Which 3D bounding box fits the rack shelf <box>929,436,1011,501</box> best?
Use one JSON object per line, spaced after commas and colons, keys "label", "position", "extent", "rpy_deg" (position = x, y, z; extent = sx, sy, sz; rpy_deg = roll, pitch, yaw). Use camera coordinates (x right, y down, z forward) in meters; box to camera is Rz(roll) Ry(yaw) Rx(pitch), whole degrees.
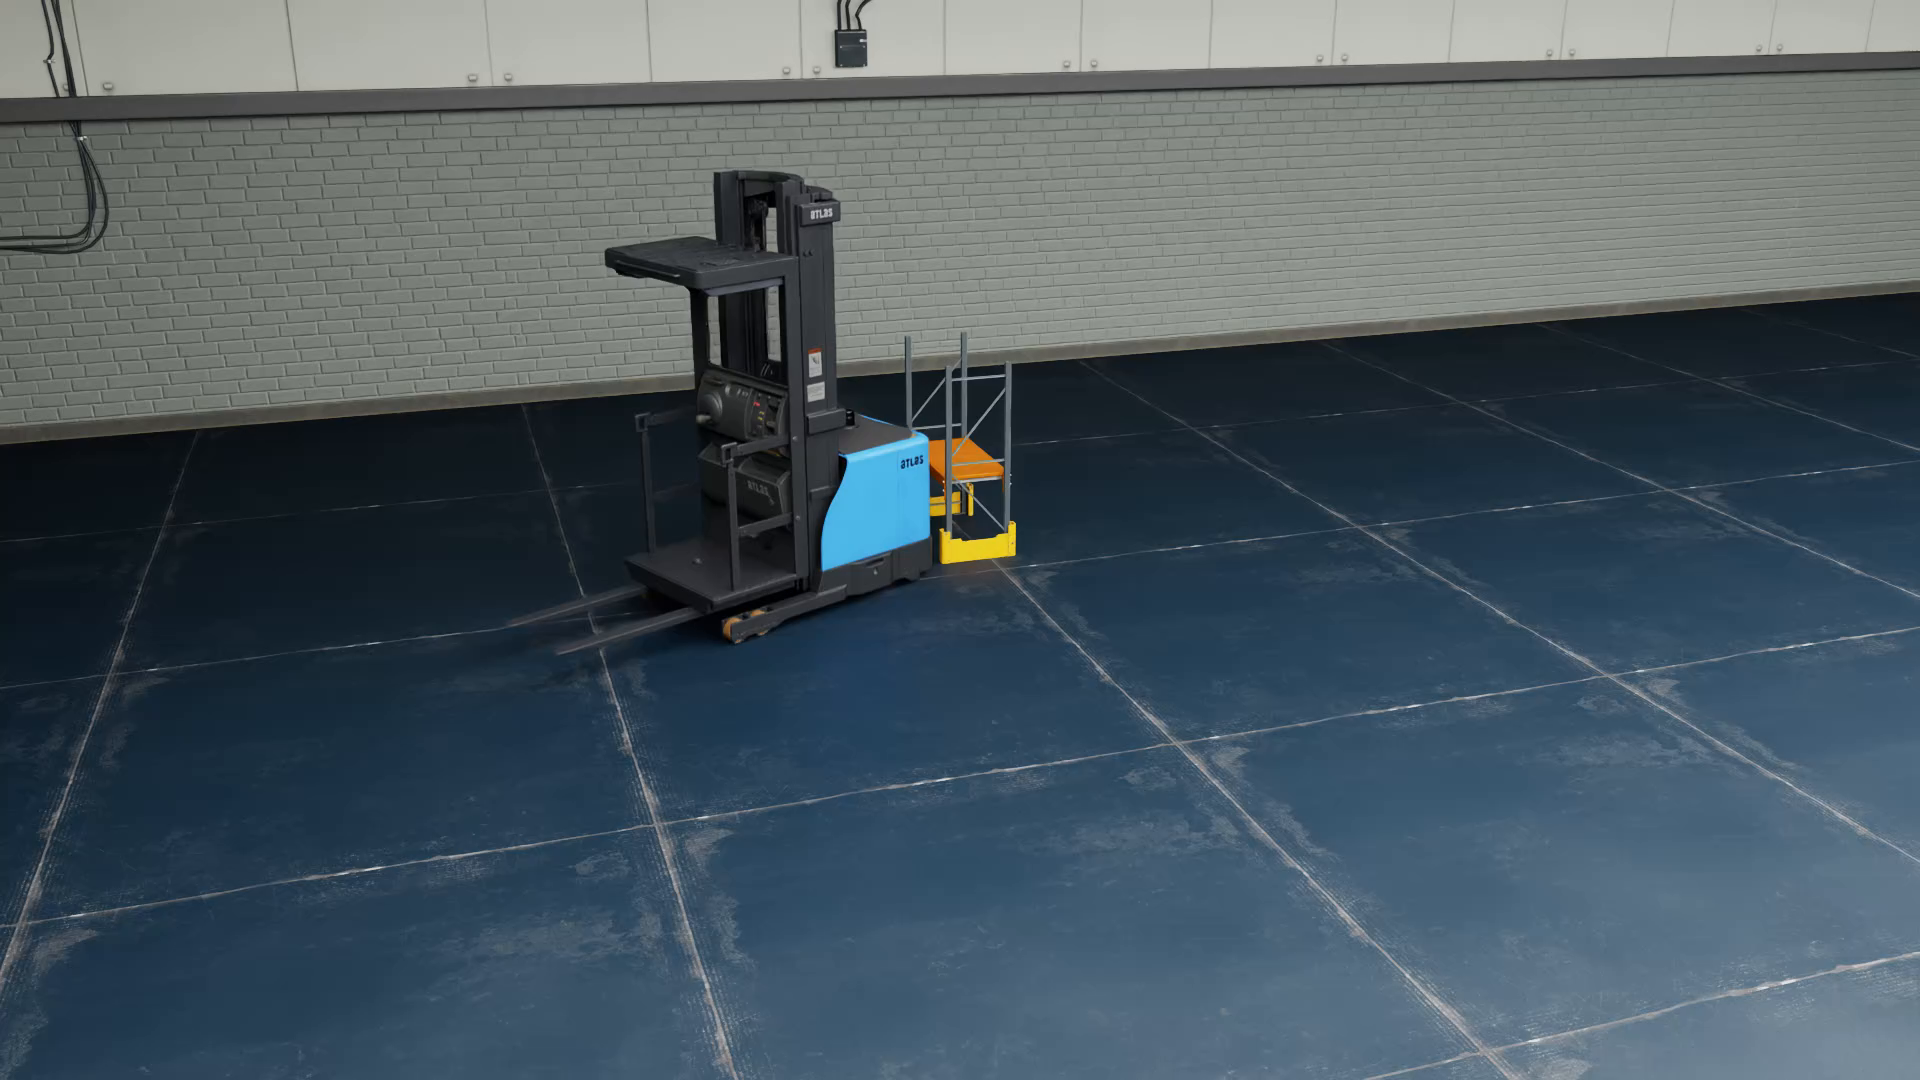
{"label": "rack shelf", "position": [-0.027, -0.564, 12.800], "extent": [0.538, 0.185, 1.000], "rpy_deg": [-6, 21, -17]}

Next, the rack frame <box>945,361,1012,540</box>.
{"label": "rack frame", "position": [0.133, -0.570, 12.285], "extent": [0.500, 1.500, 0.032], "rpy_deg": [-6, 21, -17]}

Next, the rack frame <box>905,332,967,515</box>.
{"label": "rack frame", "position": [-0.187, -0.896, 13.193], "extent": [0.500, 1.500, 0.032], "rpy_deg": [-6, 21, -17]}

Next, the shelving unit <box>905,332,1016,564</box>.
{"label": "shelving unit", "position": [-0.024, -0.730, 12.731], "extent": [0.587, 1.500, 1.083], "rpy_deg": [-6, 21, -17]}

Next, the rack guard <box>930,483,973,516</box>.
{"label": "rack guard", "position": [-0.180, -0.302, 13.387], "extent": [0.587, 0.250, 0.087], "rpy_deg": [-6, 21, -17]}

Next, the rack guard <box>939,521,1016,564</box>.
{"label": "rack guard", "position": [0.133, 0.018, 12.497], "extent": [0.587, 0.250, 0.087], "rpy_deg": [-6, 21, -17]}

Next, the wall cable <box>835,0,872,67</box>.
{"label": "wall cable", "position": [-0.134, -7.681, 15.959], "extent": [2.305, 6.003, 0.169], "rpy_deg": [-6, 21, -17]}

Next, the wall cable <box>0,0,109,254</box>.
{"label": "wall cable", "position": [-9.152, -3.616, 14.265], "extent": [3.097, 2.526, 0.112], "rpy_deg": [-6, 21, -17]}

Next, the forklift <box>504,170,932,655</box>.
{"label": "forklift", "position": [-1.622, -0.895, 11.072], "extent": [3.031, 2.935, 1.130], "rpy_deg": [-18, 26, -40]}
